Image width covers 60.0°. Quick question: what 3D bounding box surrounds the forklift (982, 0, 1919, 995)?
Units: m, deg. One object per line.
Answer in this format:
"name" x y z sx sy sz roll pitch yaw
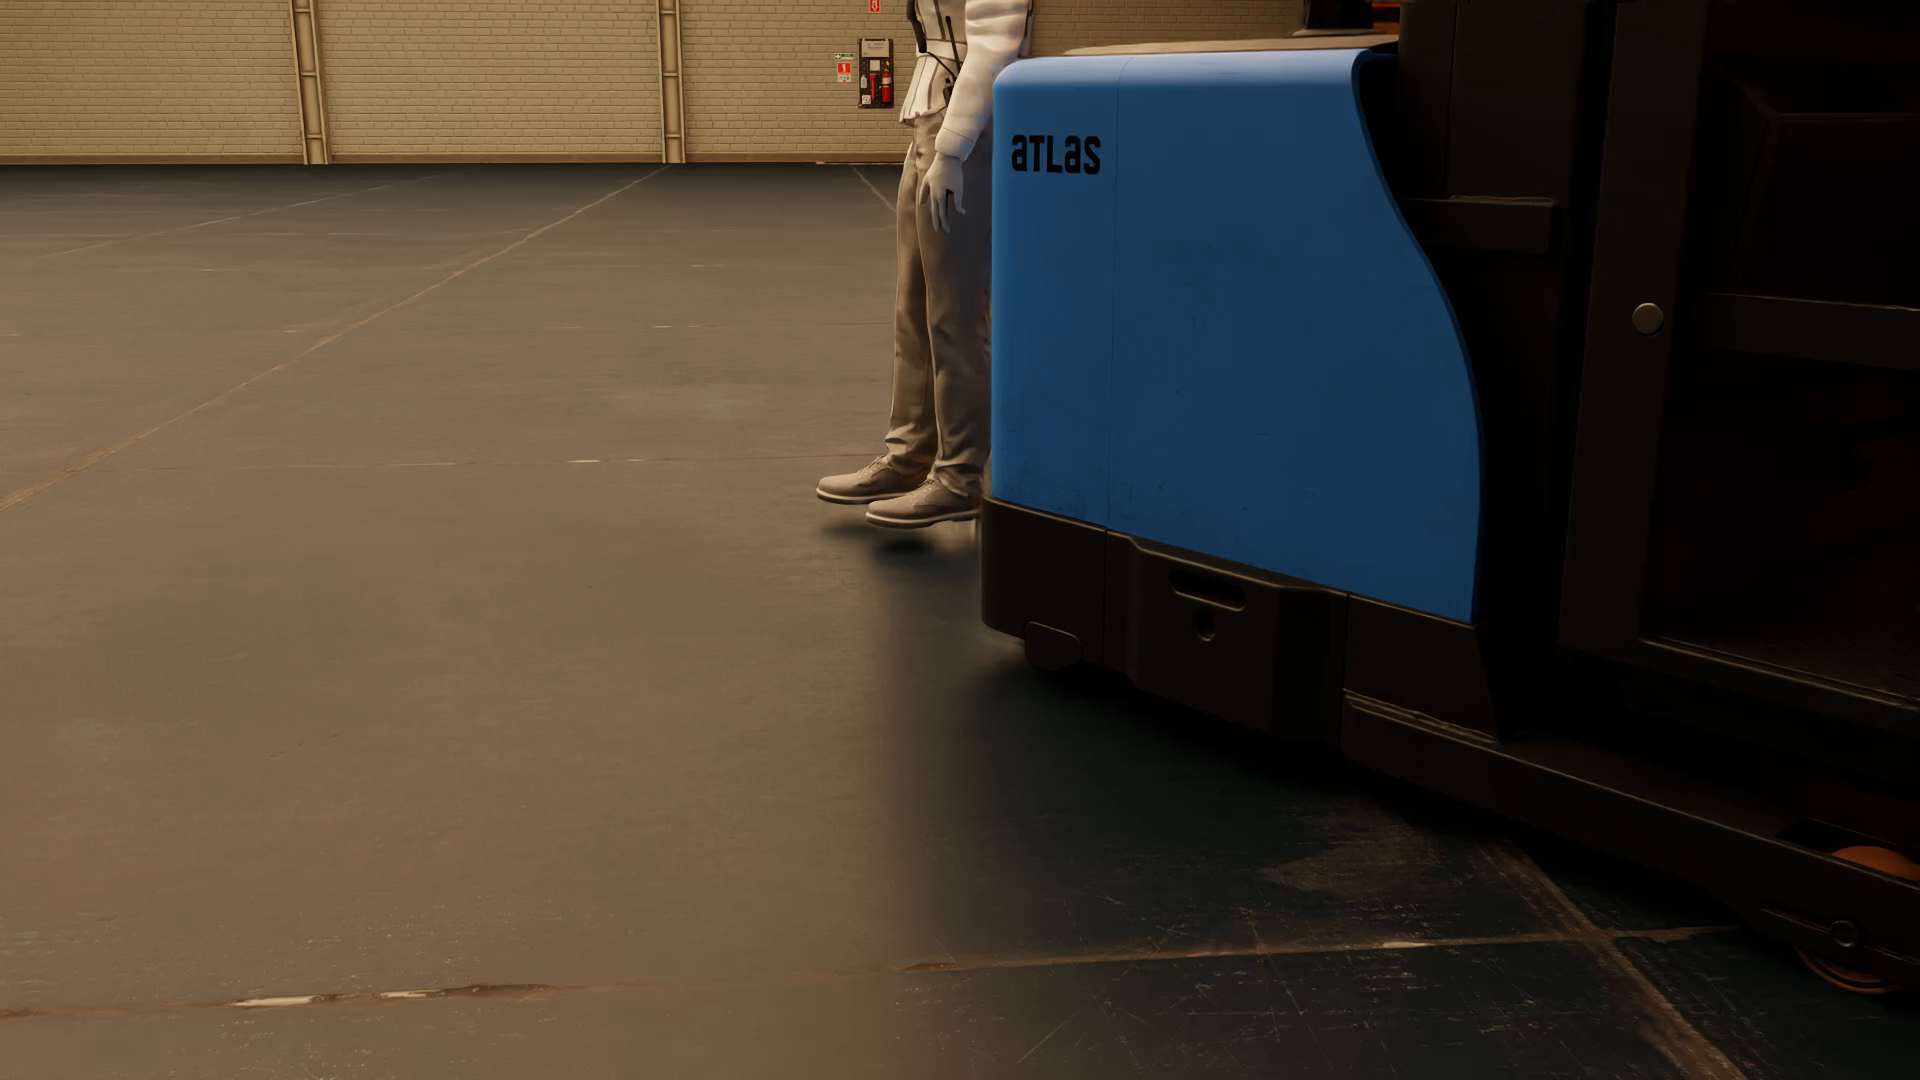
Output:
"forklift" 1.381 -0.999 1.968 1.130 2.935 3.031 -12 19 -39

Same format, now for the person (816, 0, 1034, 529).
"person" -0.069 -0.865 3.708 0.530 1.694 0.586 -1 15 -5
